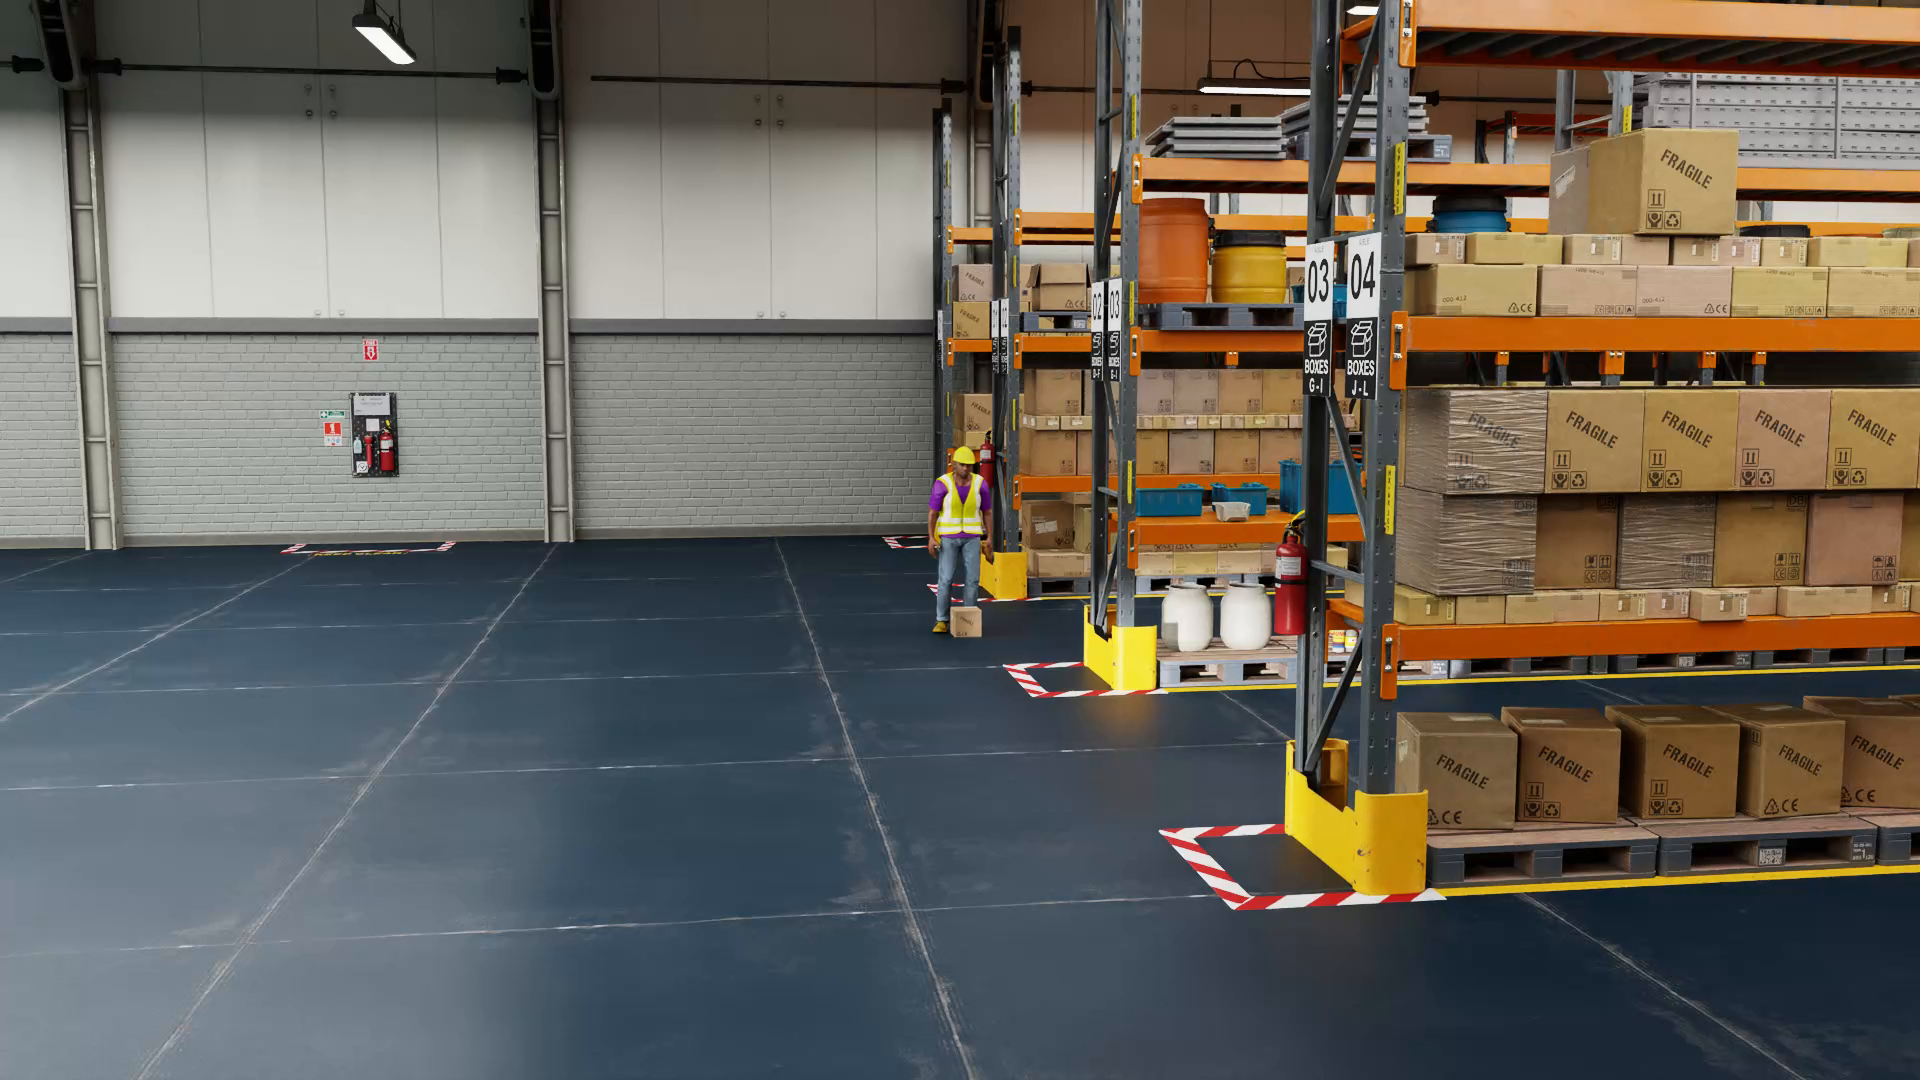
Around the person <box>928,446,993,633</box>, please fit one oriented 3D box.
[{"bbox_3d":[0.008,-0.007,15.707,0.627,1.757,0.460,-1,7,-9],"label":"person"}]
